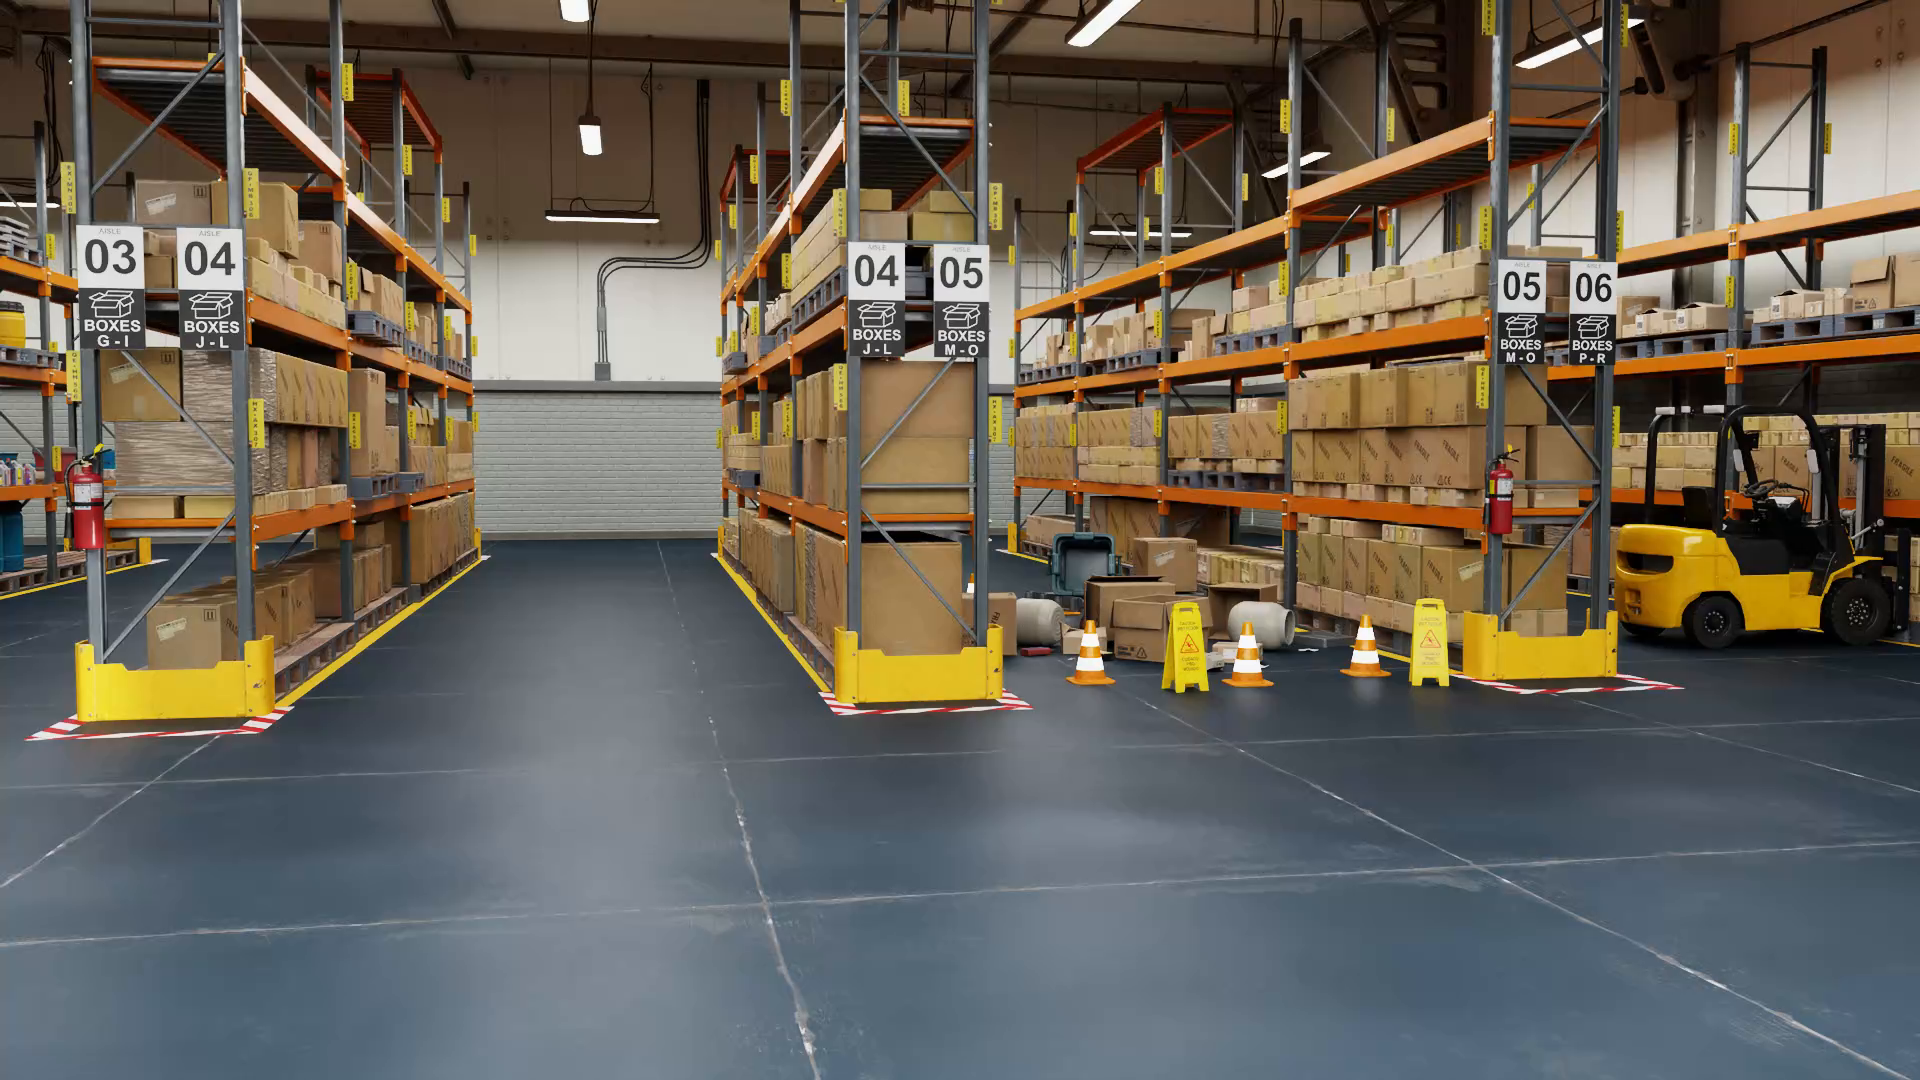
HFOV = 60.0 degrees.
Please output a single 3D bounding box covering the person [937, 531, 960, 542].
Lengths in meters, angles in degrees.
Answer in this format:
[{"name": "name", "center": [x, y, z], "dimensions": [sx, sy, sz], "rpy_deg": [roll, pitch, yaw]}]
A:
[{"name": "person", "center": [-0.134, -0.314, 22.950], "dimensions": [0.484, 1.753, 0.609], "rpy_deg": [0, 3, 0]}]
